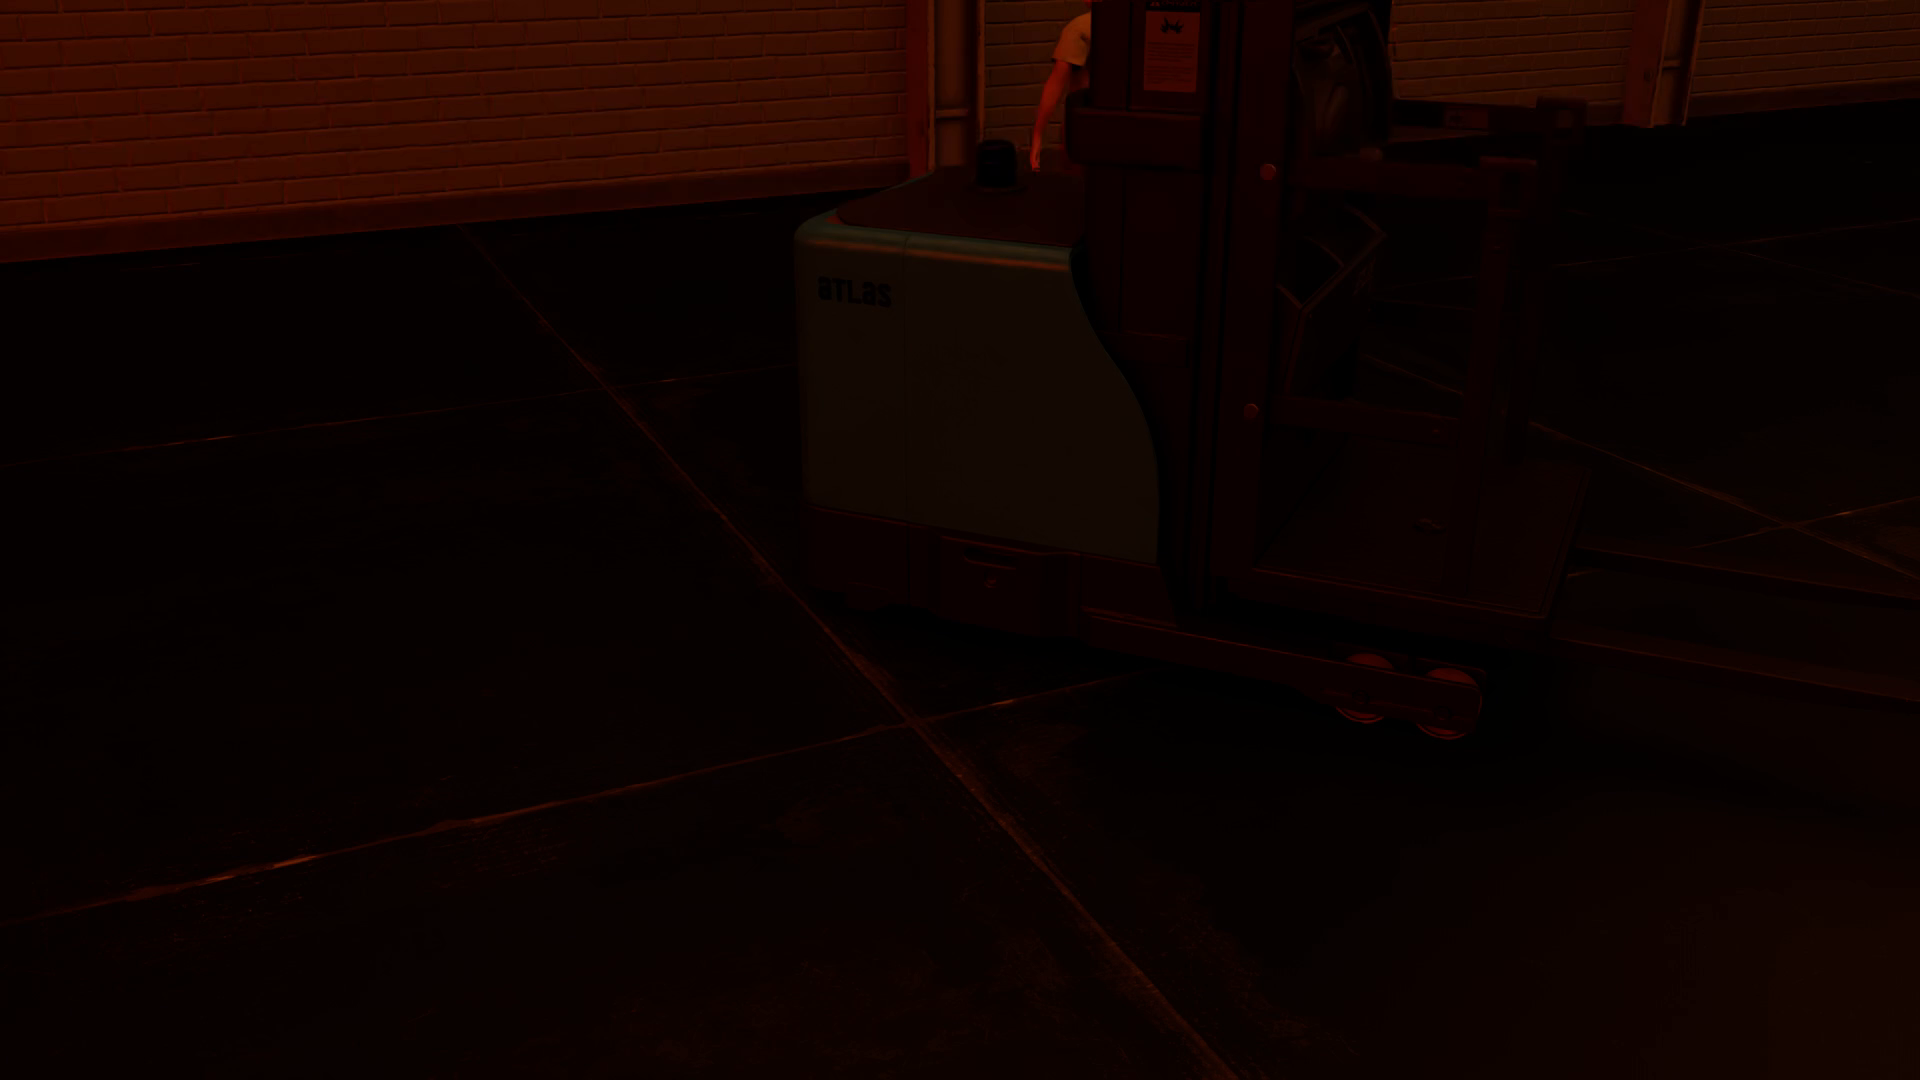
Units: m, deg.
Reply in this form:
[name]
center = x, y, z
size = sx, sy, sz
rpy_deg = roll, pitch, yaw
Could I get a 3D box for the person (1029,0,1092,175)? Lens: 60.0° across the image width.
[person]
center = 0.578, -1.701, 7.103
size = 0.607, 1.621, 0.610
rpy_deg = -1, 23, -3

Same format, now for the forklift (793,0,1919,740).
[forklift]
center = 1.113, -1.110, 3.959
size = 3.031, 2.935, 1.130
rpy_deg = 10, 25, 23
